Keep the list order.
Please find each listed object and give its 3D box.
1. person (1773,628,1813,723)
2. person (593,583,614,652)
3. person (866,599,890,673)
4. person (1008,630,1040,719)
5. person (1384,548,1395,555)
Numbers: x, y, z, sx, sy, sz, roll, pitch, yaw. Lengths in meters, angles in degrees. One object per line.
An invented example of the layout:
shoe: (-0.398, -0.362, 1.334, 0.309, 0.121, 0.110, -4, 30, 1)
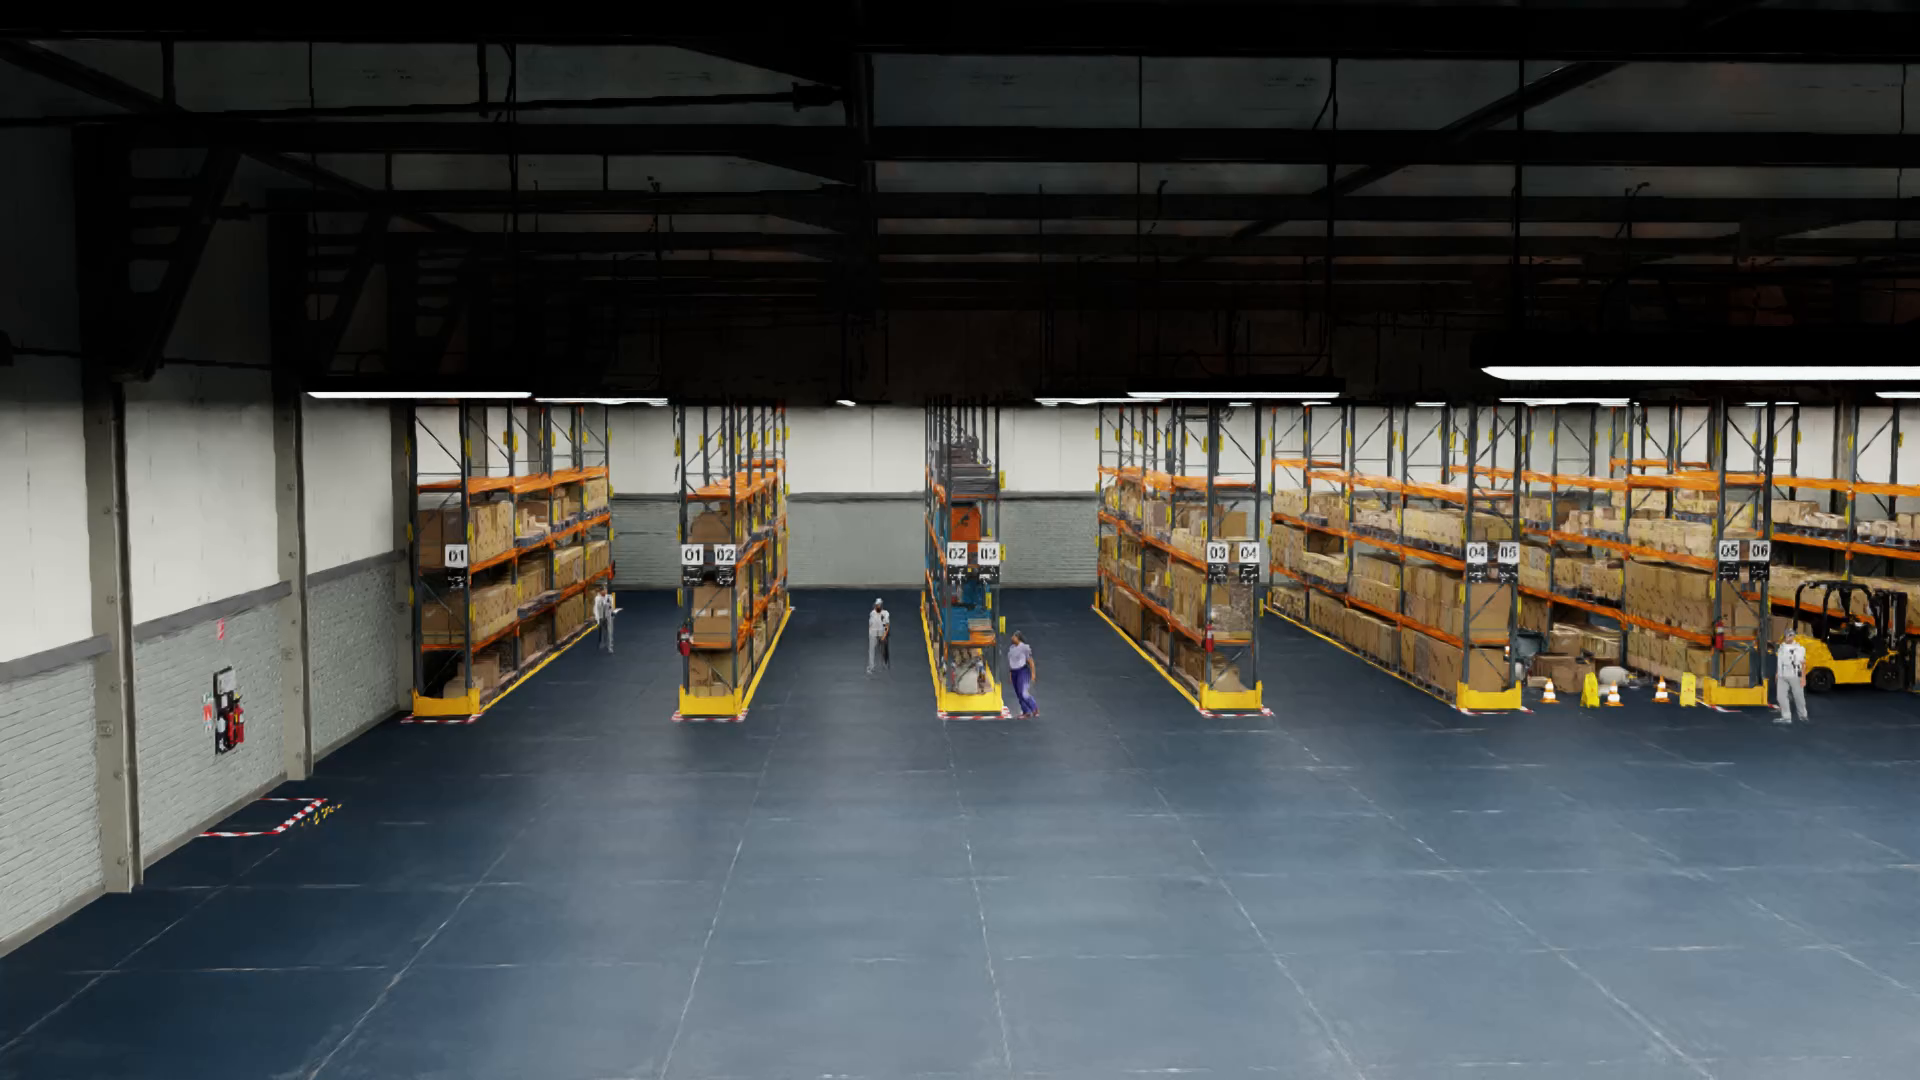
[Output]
person: (15.175, 2.466, 30.286, 0.554, 1.748, 0.654, -2, 5, -28)
person: (-8.380, 1.812, 39.127, 0.483, 1.609, 0.995, -1, 5, -11)
person: (-1.749, 2.061, 36.090, 0.476, 1.598, 1.003, 1, 5, 7)
person: (1.176, 2.482, 30.674, 0.471, 1.633, 0.636, -4, 6, -41)
person: (13.011, 0.930, 50.227, 0.683, 1.657, 0.488, -3, 5, -30)
